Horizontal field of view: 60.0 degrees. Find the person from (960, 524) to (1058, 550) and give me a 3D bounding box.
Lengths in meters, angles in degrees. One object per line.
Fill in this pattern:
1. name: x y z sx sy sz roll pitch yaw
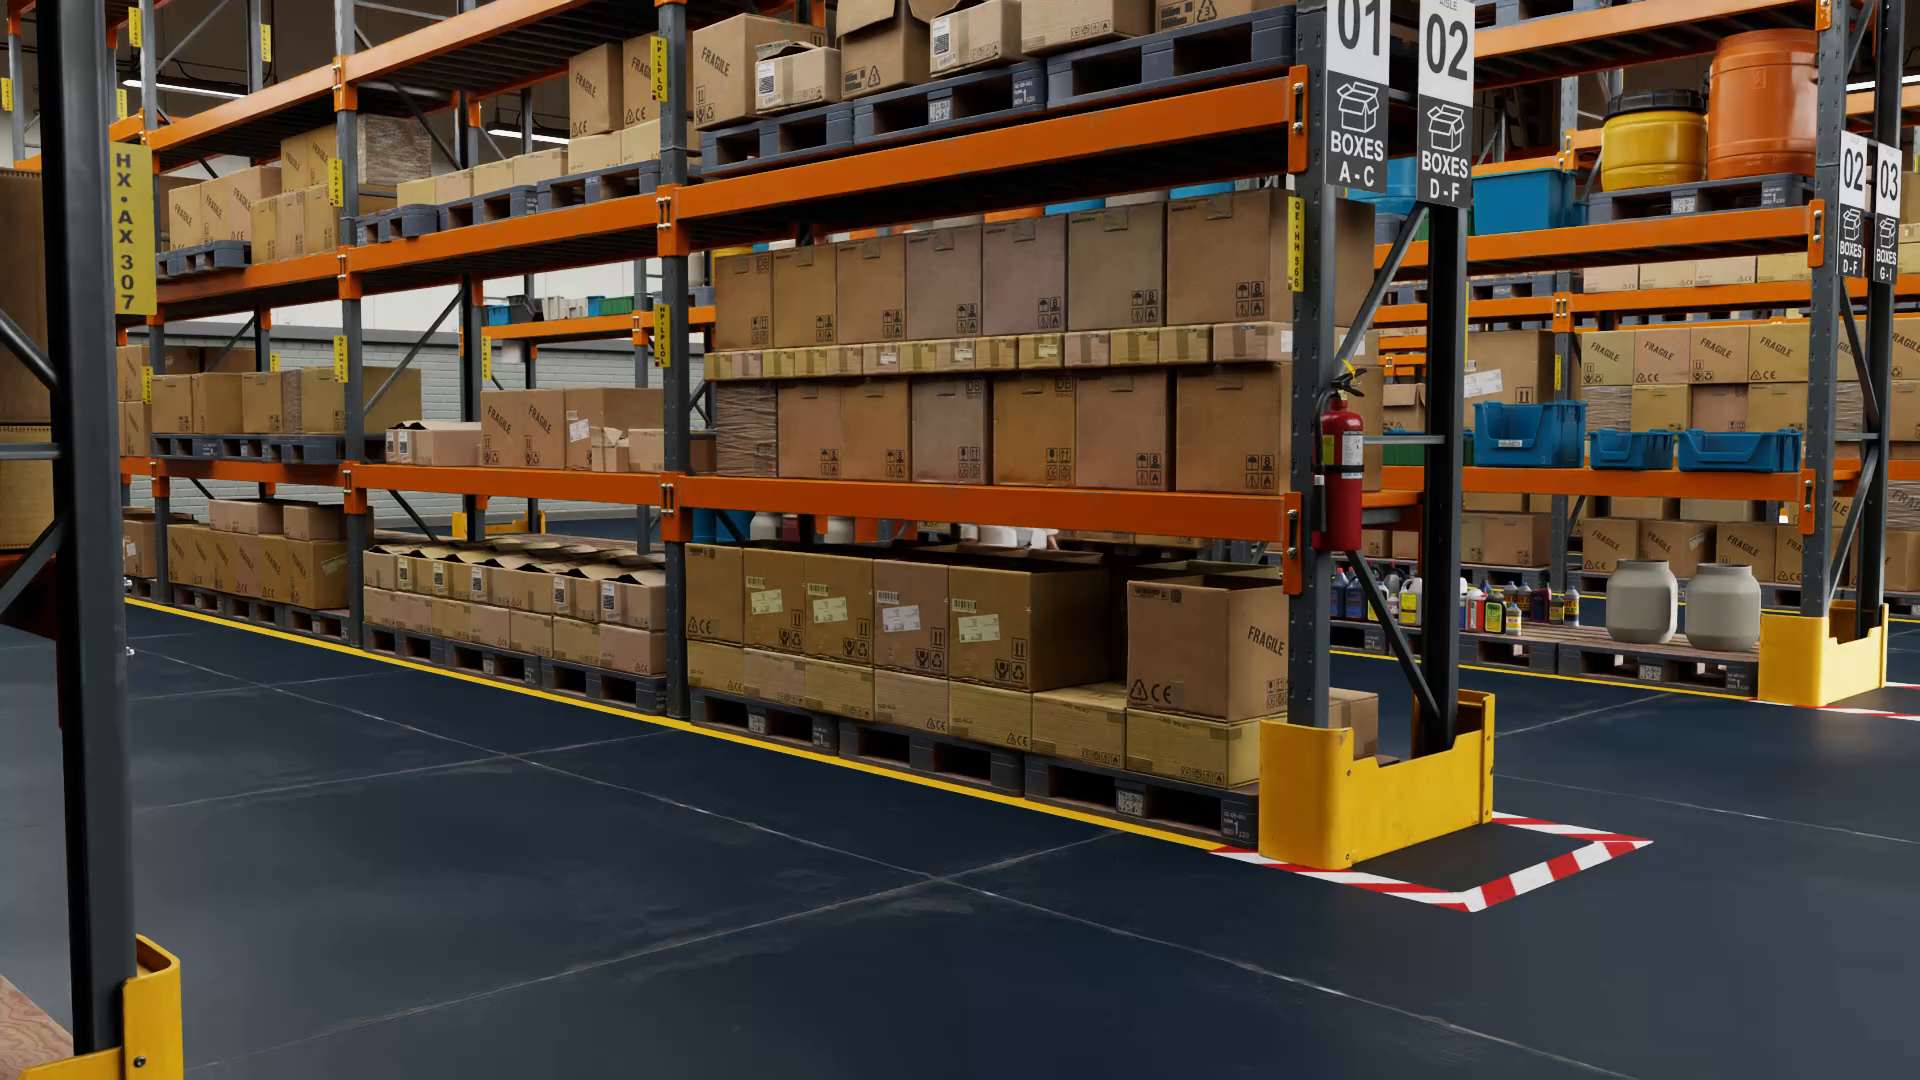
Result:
1. person: 0.354 0.004 9.839 0.613 1.775 0.798 -2 4 -30
